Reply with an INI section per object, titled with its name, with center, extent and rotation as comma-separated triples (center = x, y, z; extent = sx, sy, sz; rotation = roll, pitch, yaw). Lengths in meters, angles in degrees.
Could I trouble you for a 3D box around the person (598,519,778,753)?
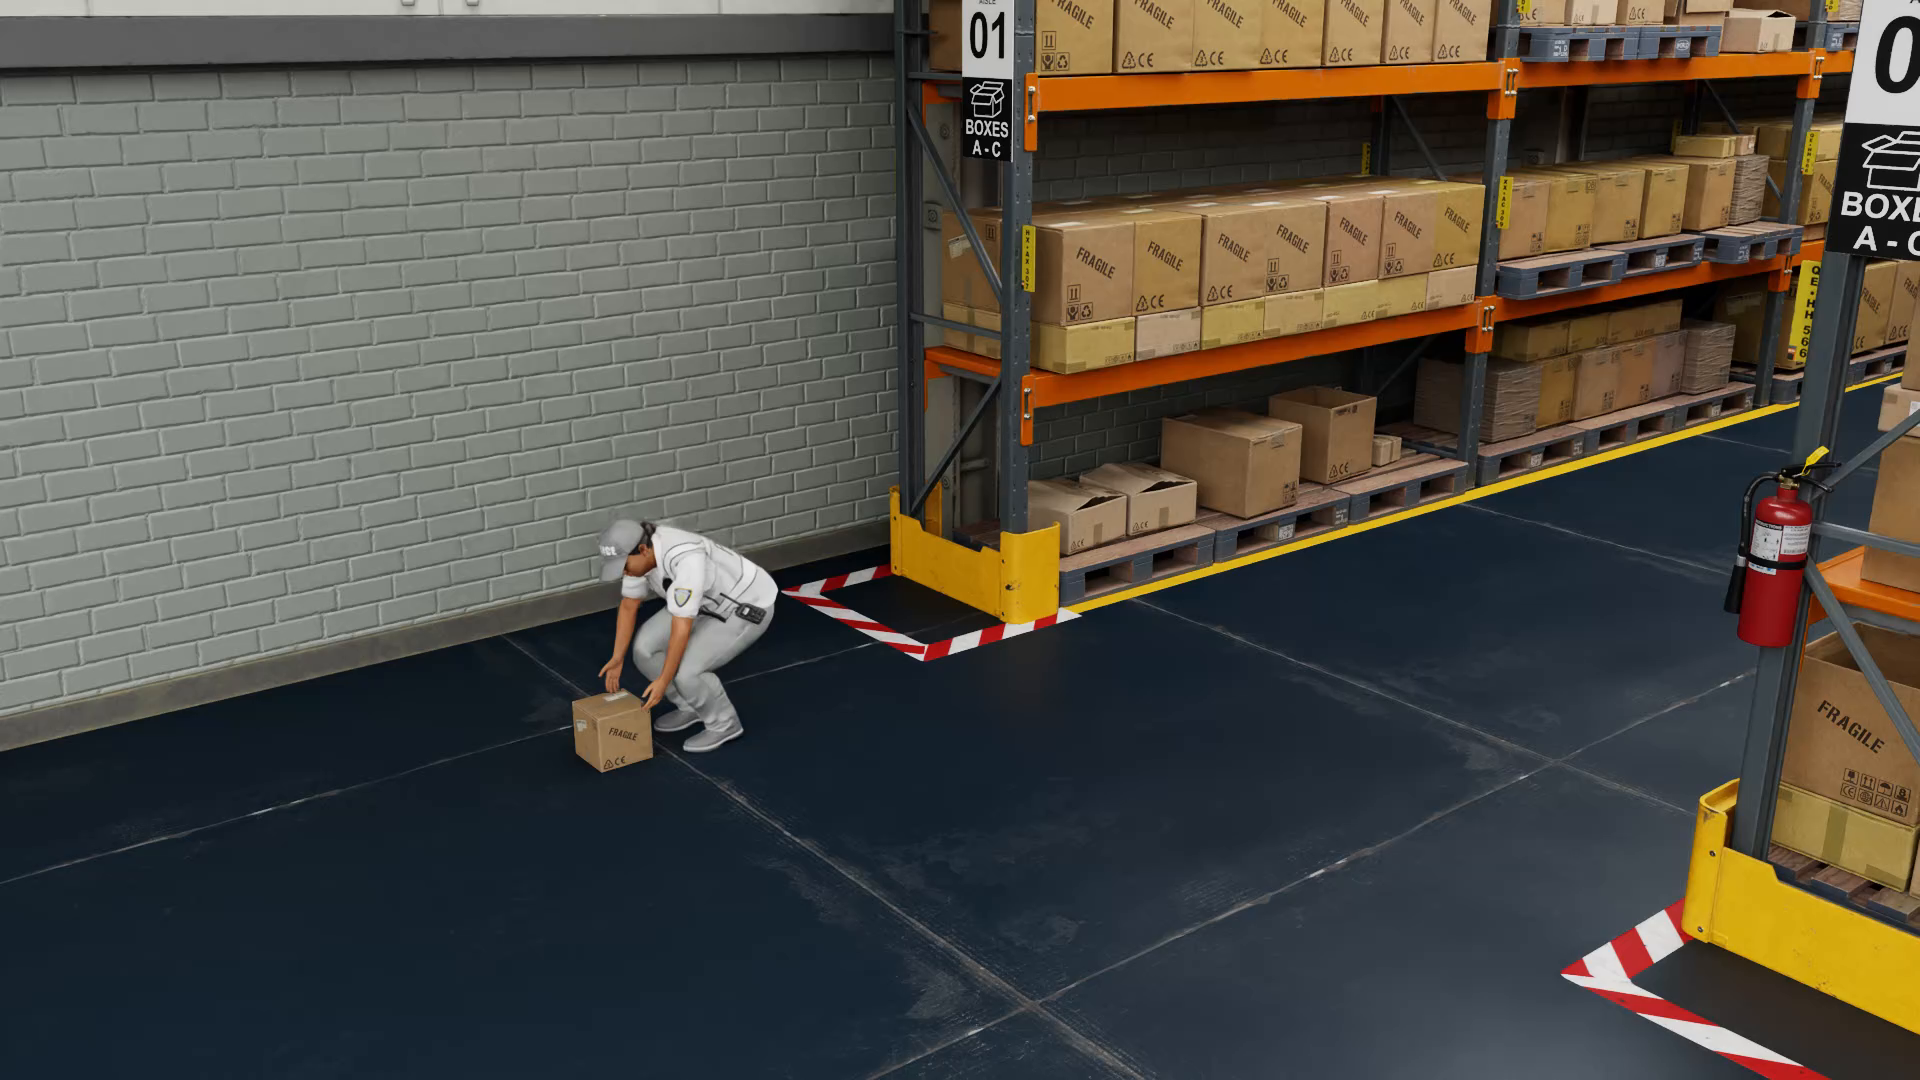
[person]
center = -1.196, 0.374, 7.328
extent = 0.833, 1.094, 0.530
rotation = -14, 22, -36
